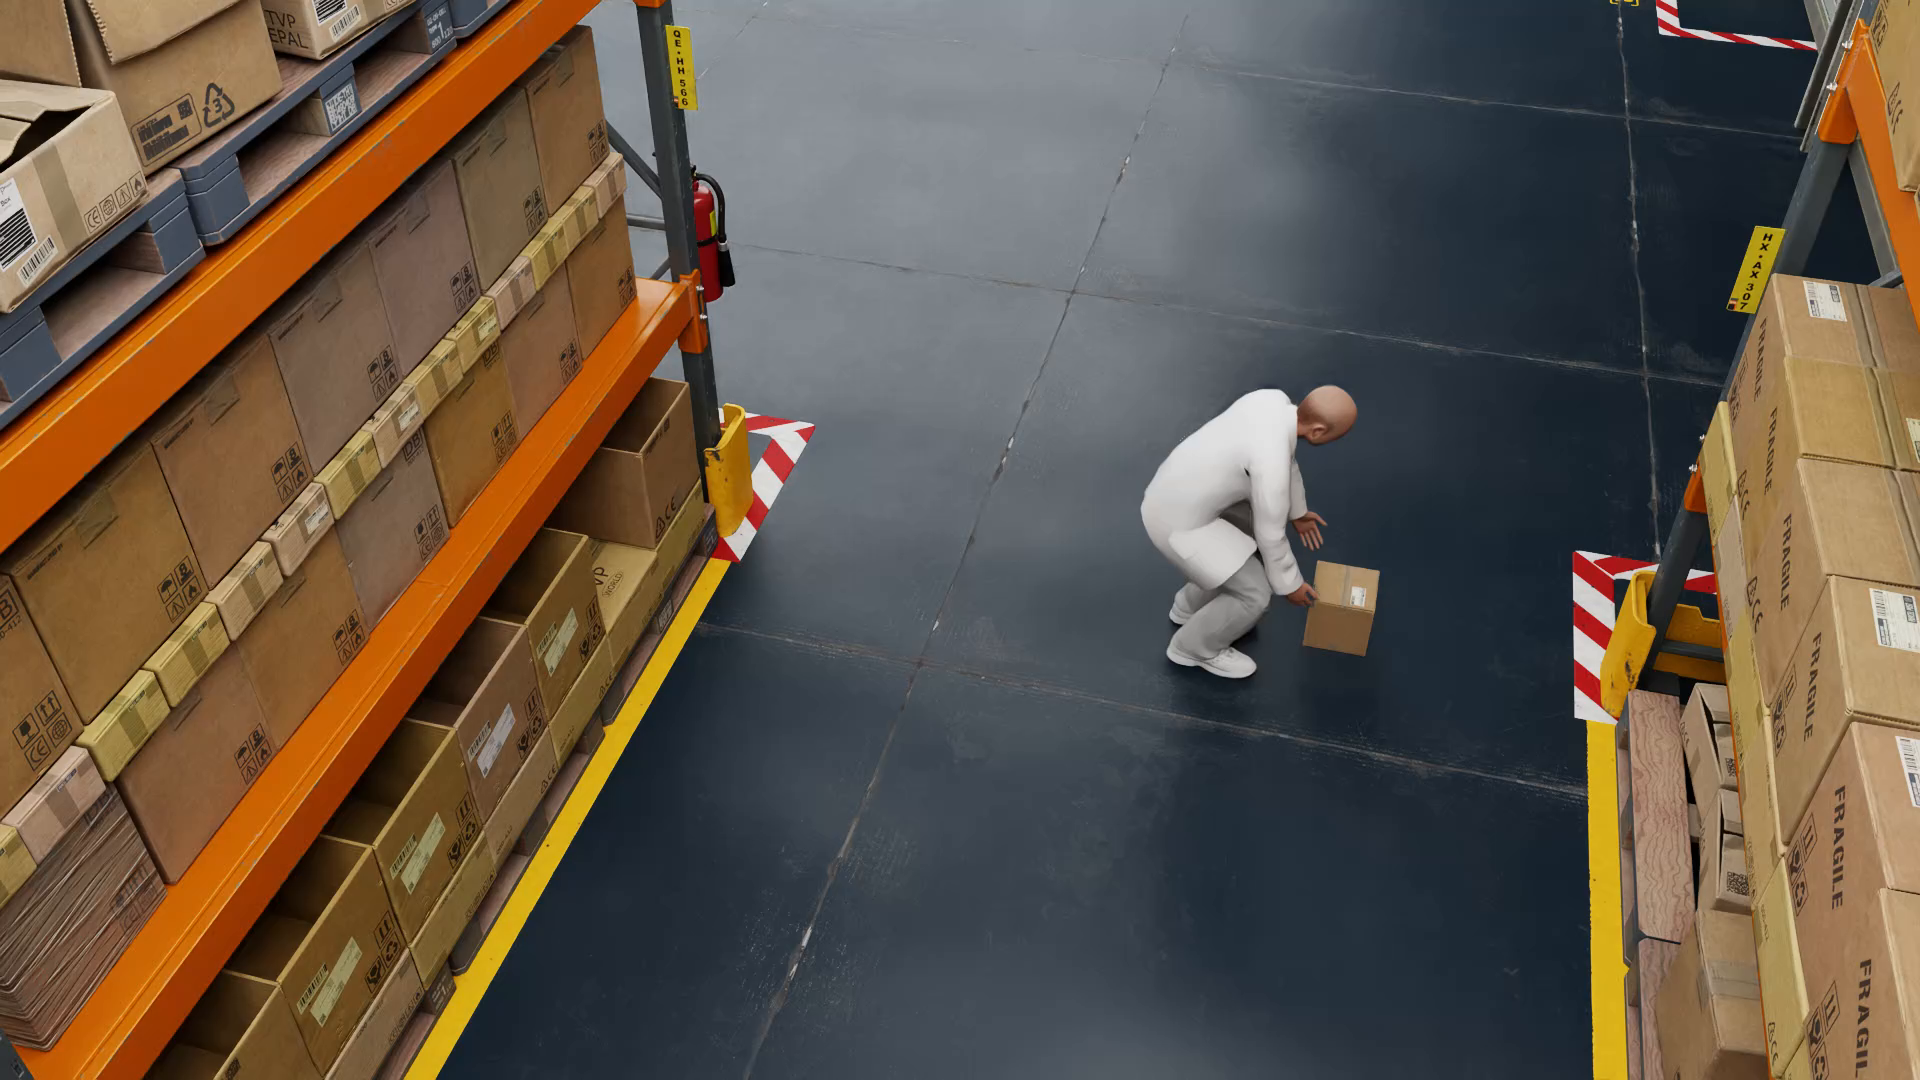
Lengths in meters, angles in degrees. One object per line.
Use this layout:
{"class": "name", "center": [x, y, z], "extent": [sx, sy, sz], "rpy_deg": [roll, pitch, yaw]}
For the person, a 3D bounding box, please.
{"class": "person", "center": [1.105, -0.082, 6.619], "extent": [0.764, 1.322, 0.631], "rpy_deg": [10, 41, 11]}
